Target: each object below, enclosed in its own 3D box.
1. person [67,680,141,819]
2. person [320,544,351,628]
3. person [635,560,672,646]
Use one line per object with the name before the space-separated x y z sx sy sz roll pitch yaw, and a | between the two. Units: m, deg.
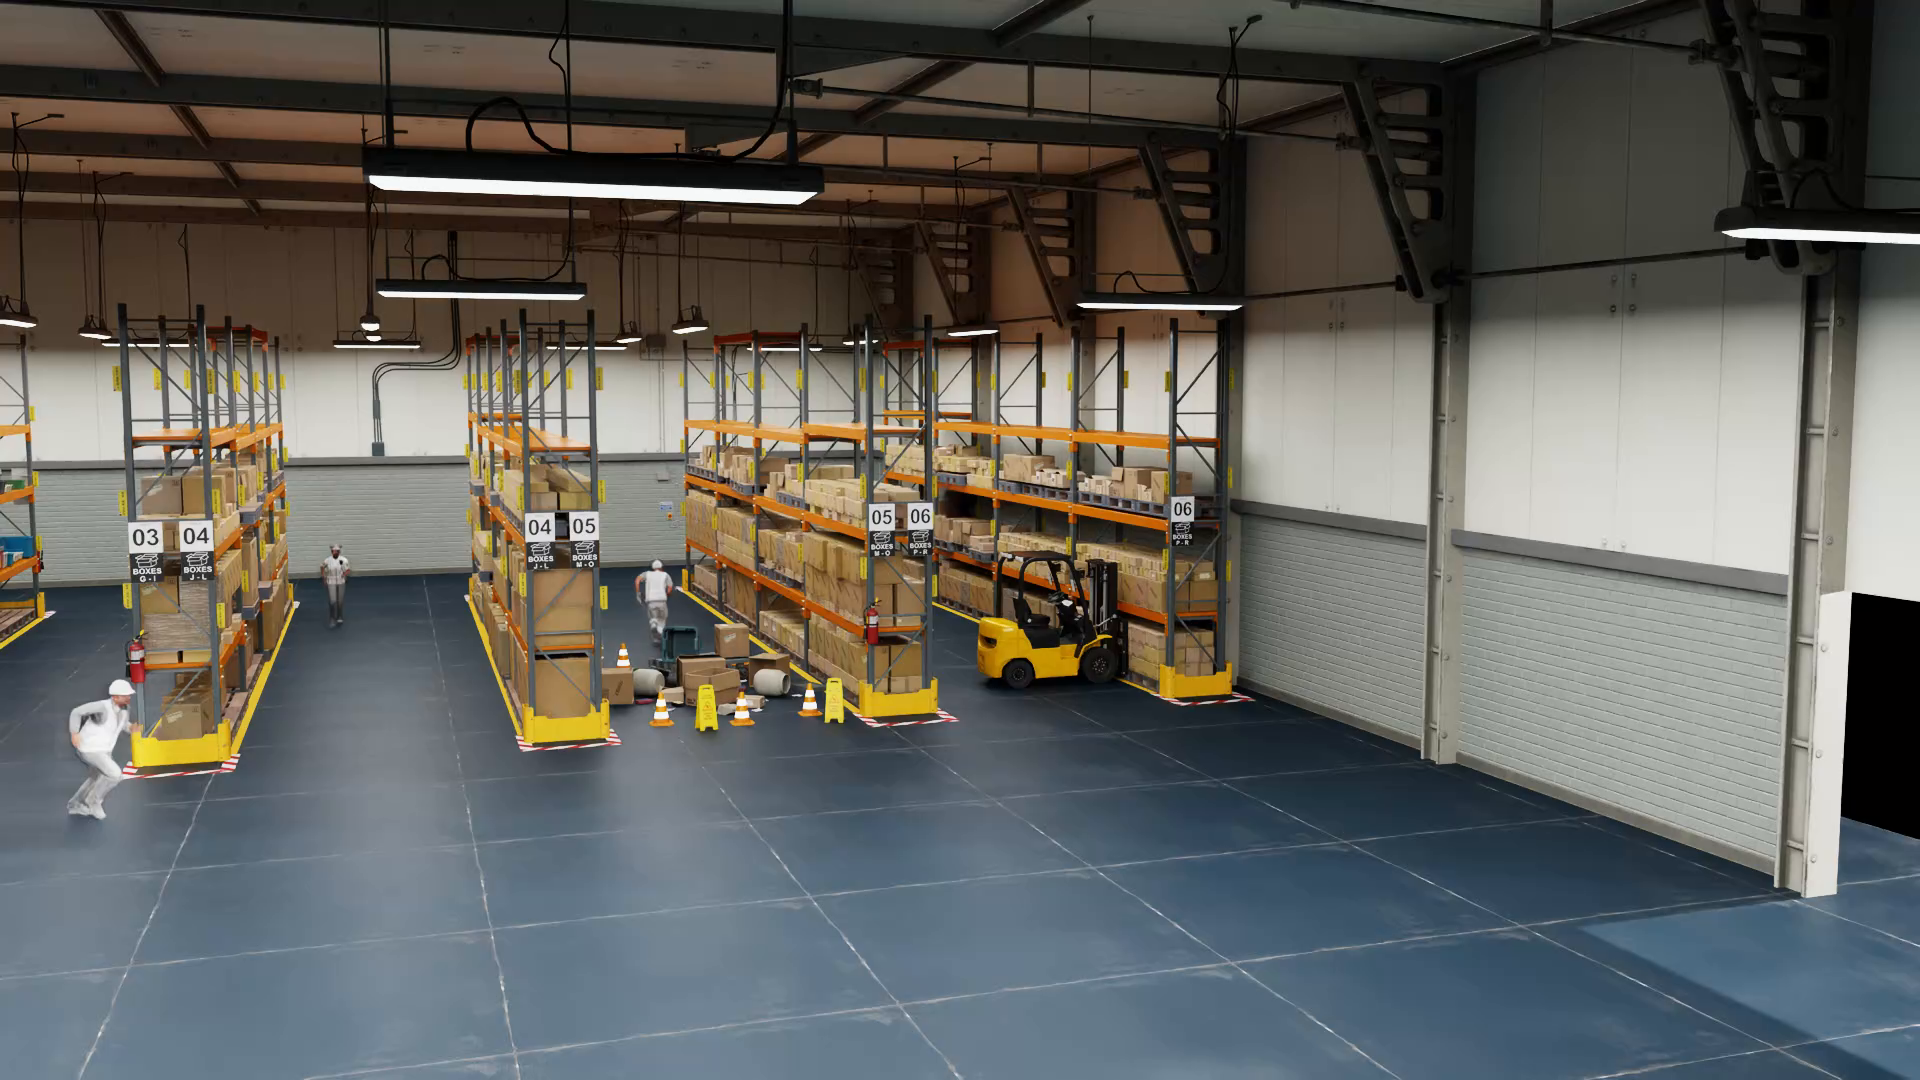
person | -9.820 2.396 18.972 0.944 1.624 0.696 1 6 10
person | -12.812 0.940 34.170 0.583 1.740 0.725 -2 6 -24
person | -5.851 1.203 31.787 0.697 1.590 0.834 -1 5 -7
